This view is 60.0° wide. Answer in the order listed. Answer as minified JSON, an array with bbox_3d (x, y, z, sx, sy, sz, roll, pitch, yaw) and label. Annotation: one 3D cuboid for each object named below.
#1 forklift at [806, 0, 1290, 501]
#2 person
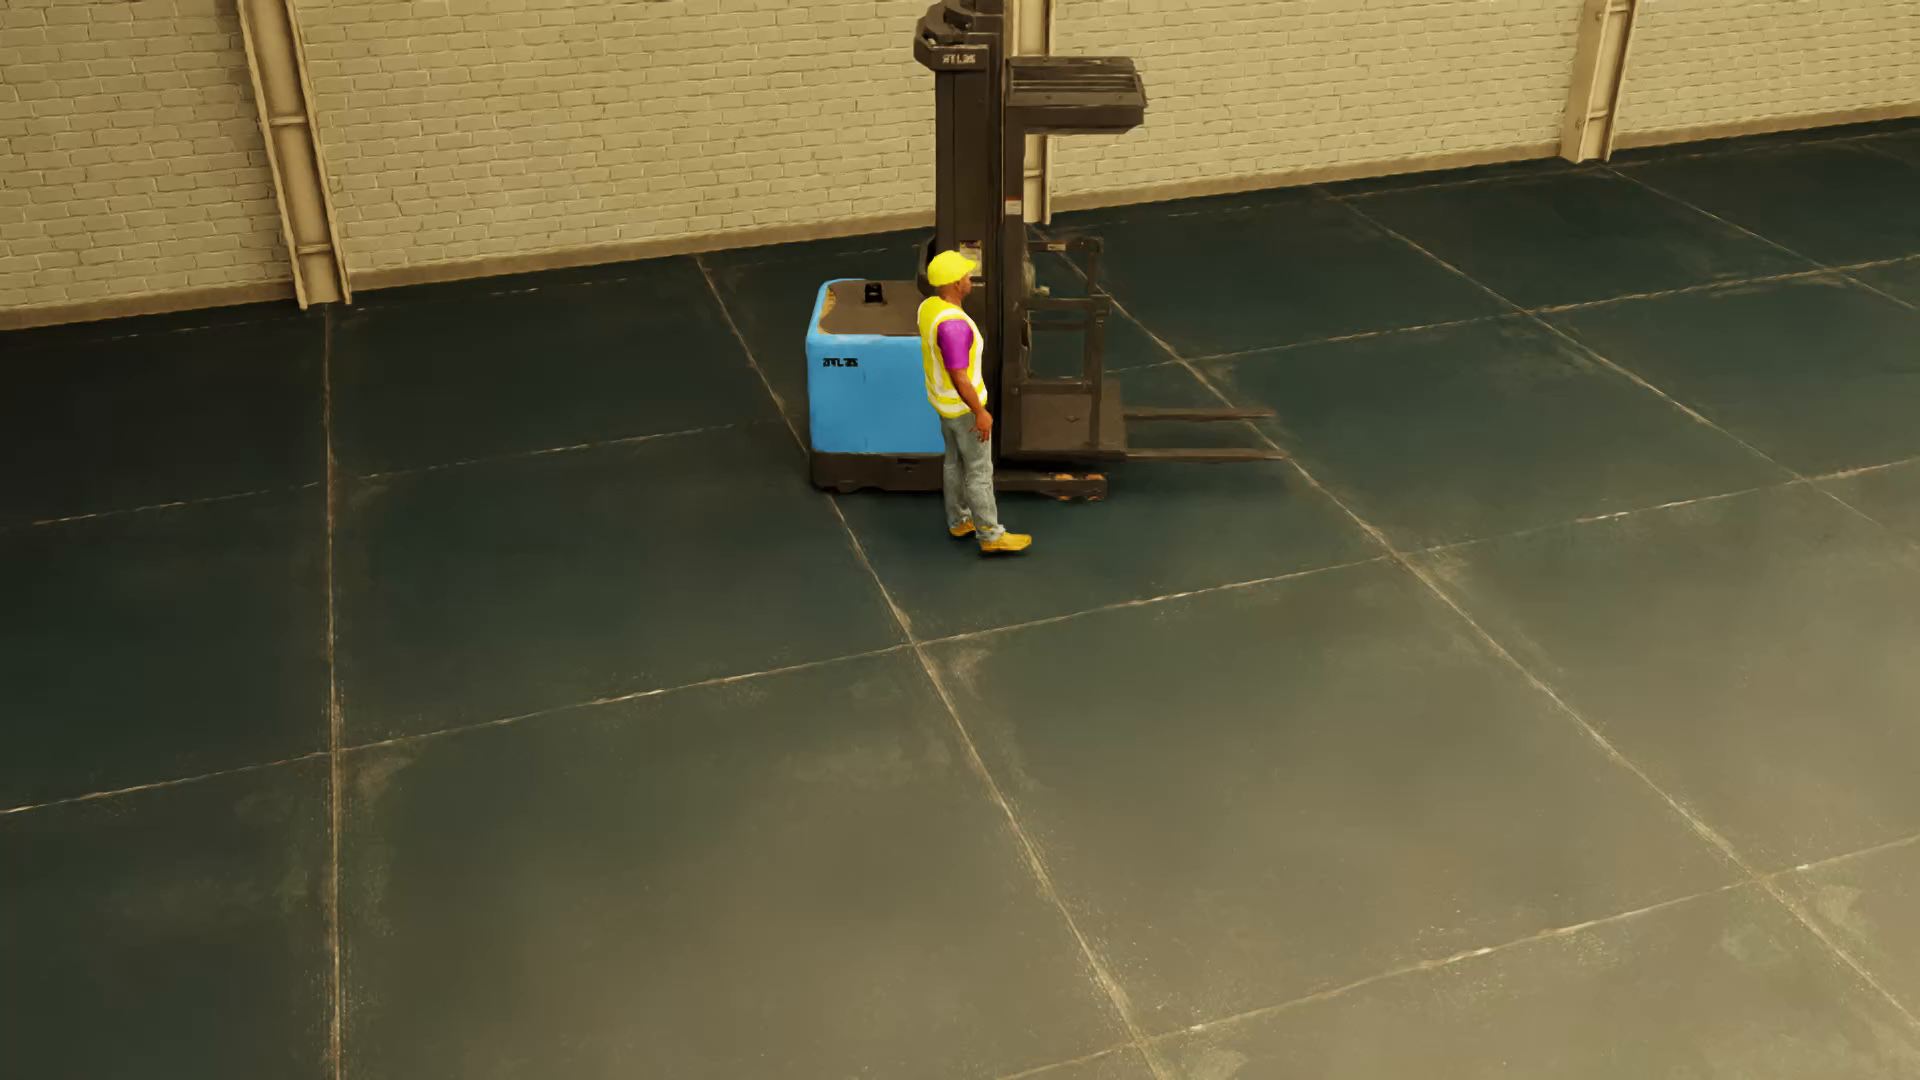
[{"bbox_3d":[0.577,-1.787,10.193,3.031,2.935,1.130,1,30,1],"label":"forklift"},{"bbox_3d":[0.067,-0.817,9.576,0.576,1.766,0.665,-10,31,-16],"label":"person"}]
